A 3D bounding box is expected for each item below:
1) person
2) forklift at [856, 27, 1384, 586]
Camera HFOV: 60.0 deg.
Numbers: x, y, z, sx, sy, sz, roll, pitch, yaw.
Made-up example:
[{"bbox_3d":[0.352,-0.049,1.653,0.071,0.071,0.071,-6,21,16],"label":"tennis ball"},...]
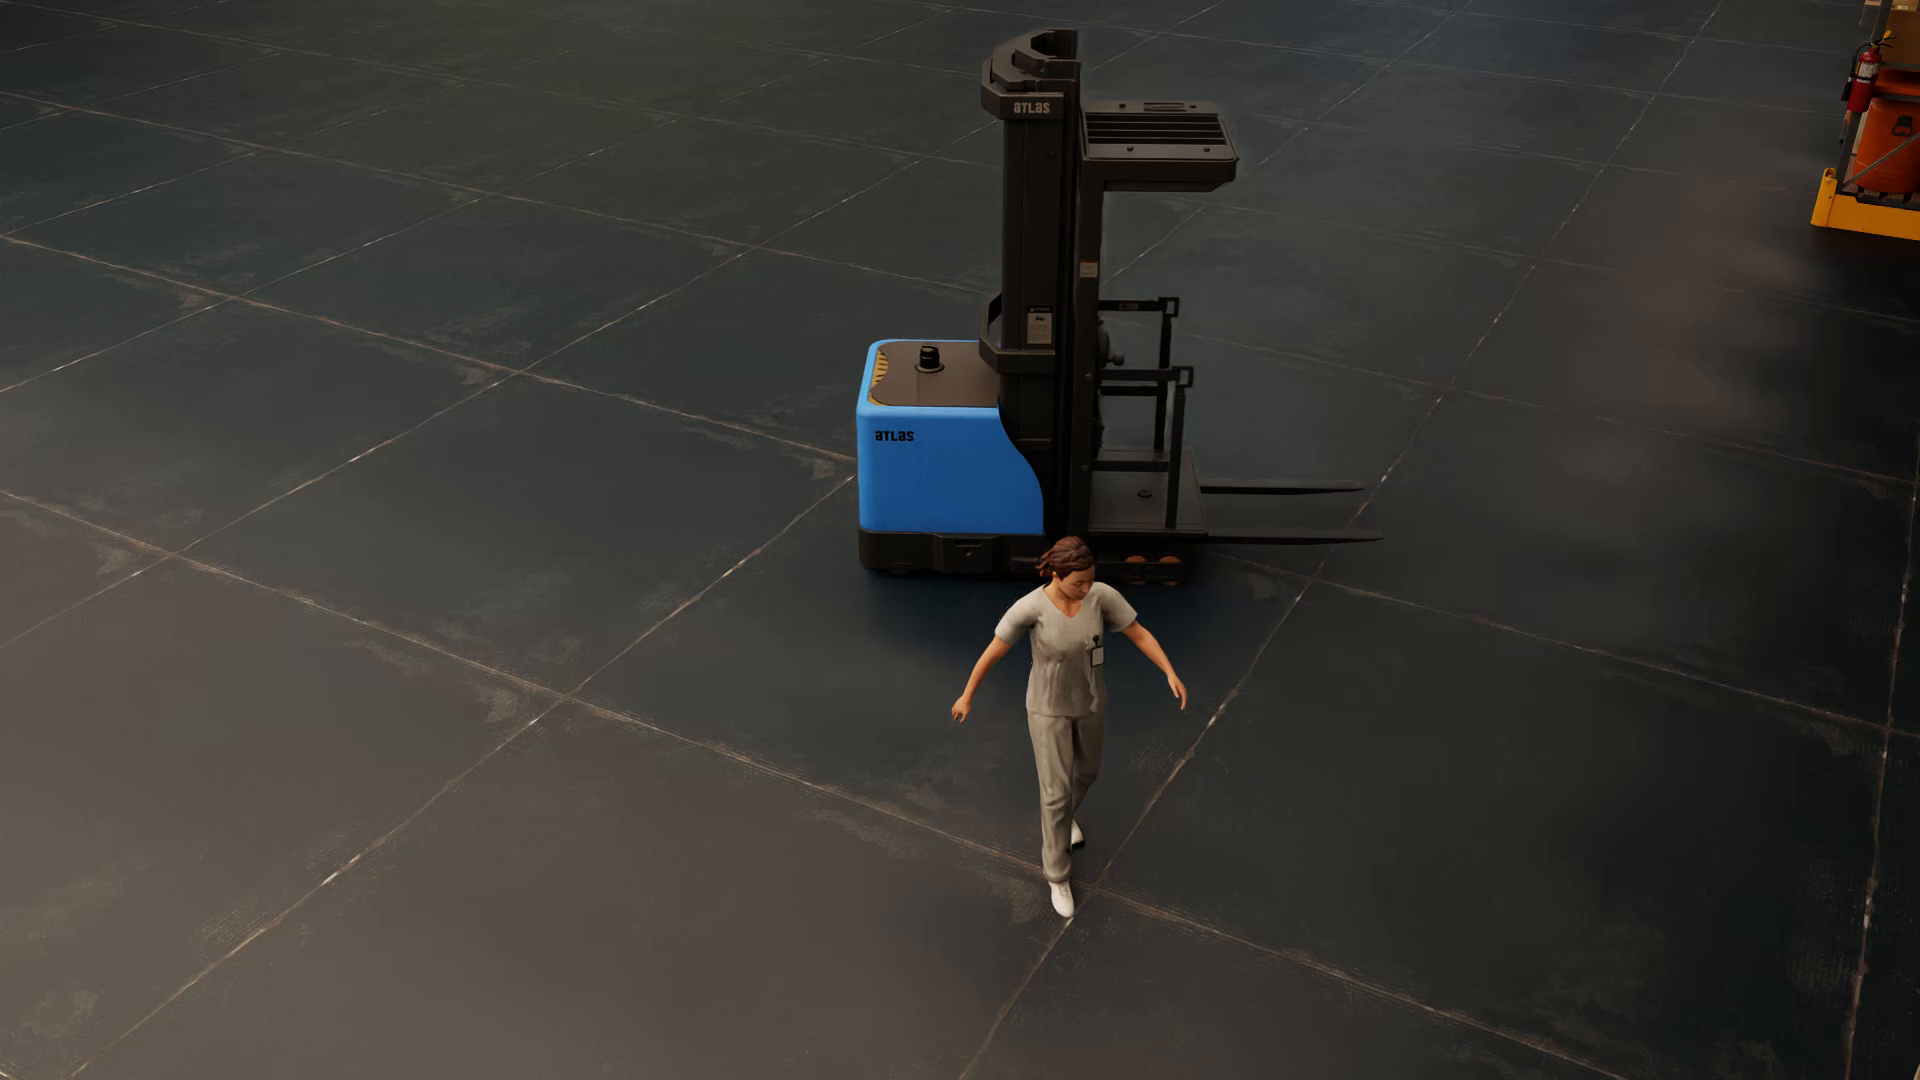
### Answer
[{"bbox_3d":[0.439,0.747,7.084,0.870,1.663,0.715,-10,31,-16],"label":"person"},{"bbox_3d":[0.942,-1.279,9.287,3.031,2.935,1.130,1,30,2],"label":"forklift"}]
